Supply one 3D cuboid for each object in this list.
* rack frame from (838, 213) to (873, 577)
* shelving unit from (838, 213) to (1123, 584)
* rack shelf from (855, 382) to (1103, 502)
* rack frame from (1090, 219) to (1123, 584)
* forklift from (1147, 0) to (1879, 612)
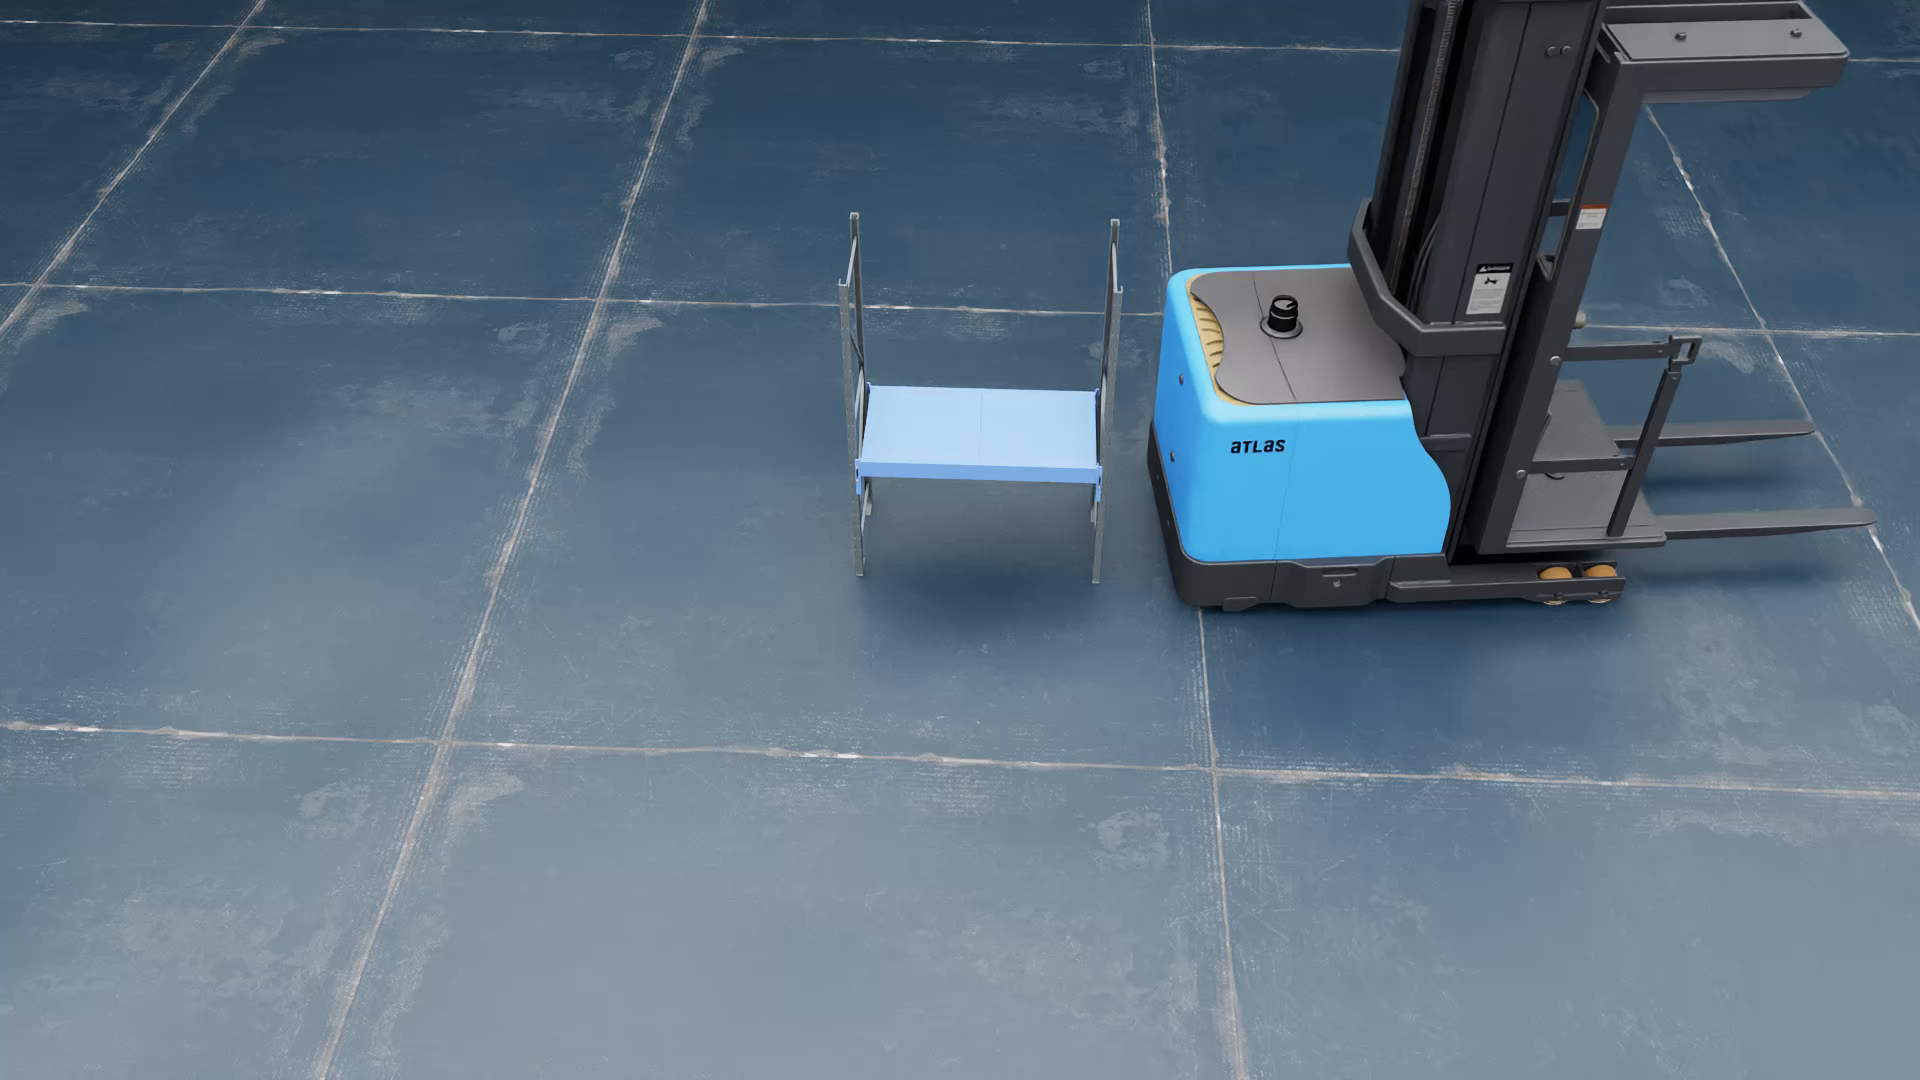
[{"bbox_3d":[-0.423,-0.562,6.838,0.032,1.500,0.500,2,43,2],"label":"rack frame"},{"bbox_3d":[0.085,-0.546,6.821,1.048,1.500,0.538,2,43,2],"label":"shelving unit"},{"bbox_3d":[0.085,-0.415,6.944,1.000,0.185,0.538,2,43,2],"label":"rack shelf"},{"bbox_3d":[0.593,-0.531,6.805,0.032,1.500,0.500,2,43,2],"label":"rack frame"},{"bbox_3d":[2.394,-1.158,6.428,3.031,2.935,1.130,-2,43,-3],"label":"forklift"}]
